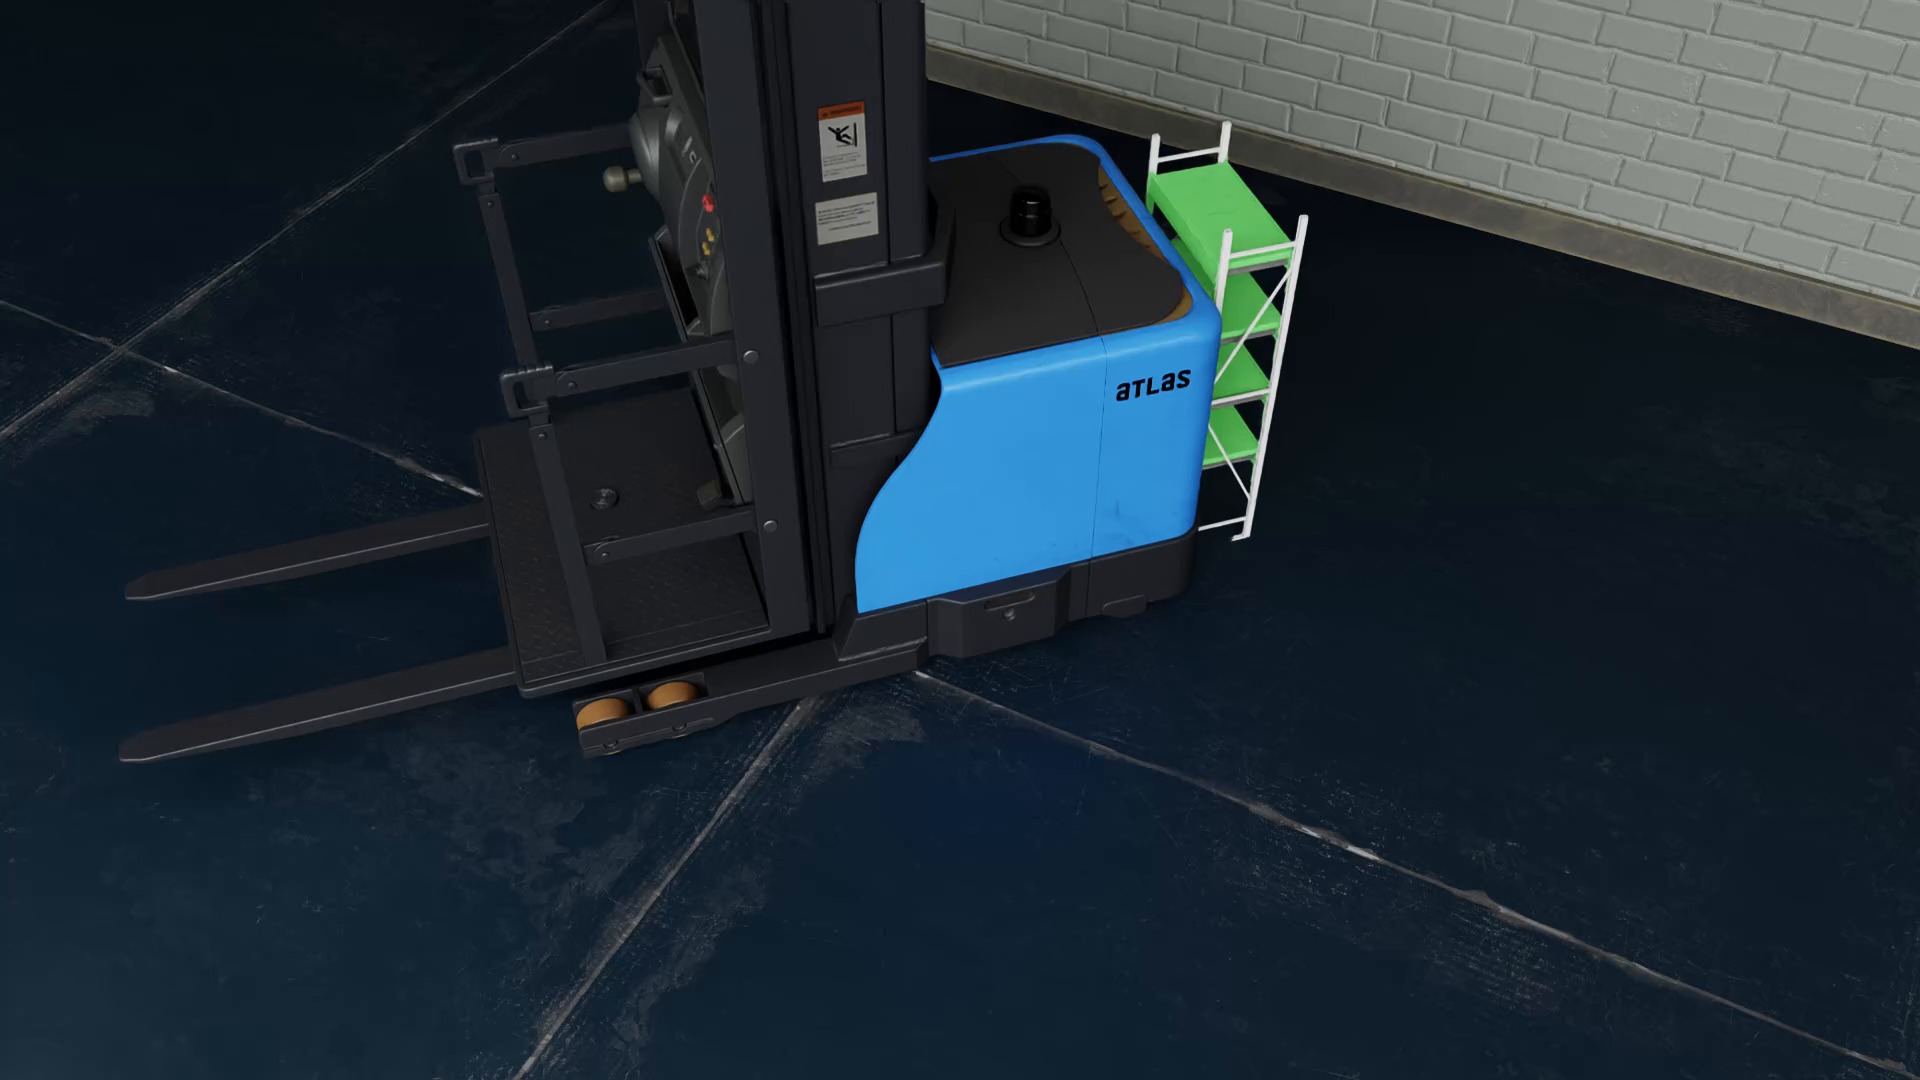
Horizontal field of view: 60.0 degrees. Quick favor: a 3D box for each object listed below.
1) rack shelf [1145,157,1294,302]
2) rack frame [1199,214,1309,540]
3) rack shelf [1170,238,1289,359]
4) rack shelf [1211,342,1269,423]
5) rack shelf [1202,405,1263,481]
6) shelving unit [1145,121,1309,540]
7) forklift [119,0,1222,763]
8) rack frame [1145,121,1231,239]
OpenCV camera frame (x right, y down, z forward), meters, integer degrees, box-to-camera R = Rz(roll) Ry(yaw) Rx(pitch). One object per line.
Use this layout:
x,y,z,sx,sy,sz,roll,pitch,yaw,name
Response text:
0.731,-0.870,4.680,0.258,0.148,0.480,-13,47,-13,rack shelf
0.804,-0.412,4.812,0.240,1.200,0.015,-13,47,-13,rack frame
0.730,-0.701,4.850,0.258,0.148,0.480,-13,47,-13,rack shelf
0.728,-0.532,5.020,0.258,0.148,0.480,-13,47,-13,rack shelf
0.726,-0.363,5.191,0.258,0.148,0.480,-13,47,-13,rack shelf
0.728,-0.577,4.975,0.258,1.200,0.503,-13,47,-13,shelving unit
-0.871,-0.852,4.032,3.031,2.935,1.130,-13,47,-13,forklift
0.653,-0.742,5.138,0.240,1.200,0.015,-13,47,-13,rack frame
